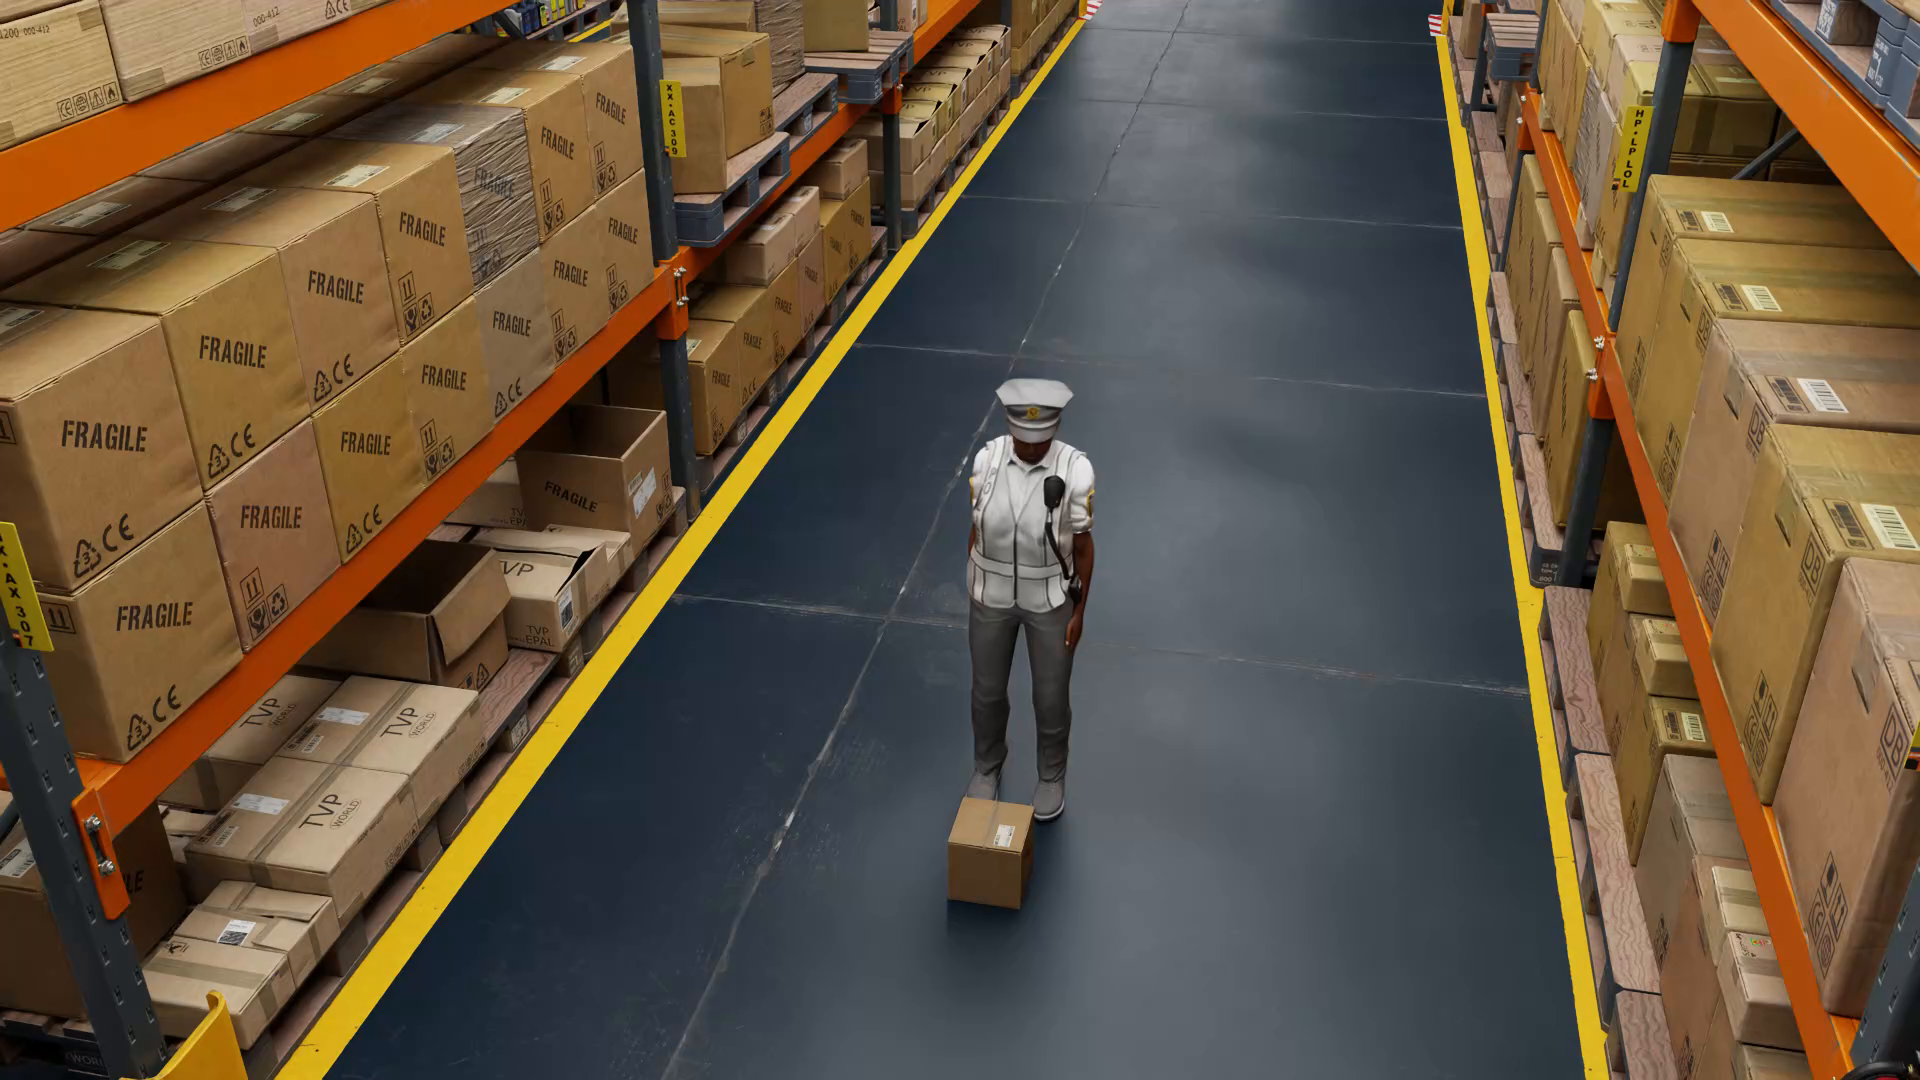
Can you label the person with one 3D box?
[{"bbox_3d":[0.237,0.222,5.742,0.439,1.661,0.339,7,30,12],"label":"person"}]
